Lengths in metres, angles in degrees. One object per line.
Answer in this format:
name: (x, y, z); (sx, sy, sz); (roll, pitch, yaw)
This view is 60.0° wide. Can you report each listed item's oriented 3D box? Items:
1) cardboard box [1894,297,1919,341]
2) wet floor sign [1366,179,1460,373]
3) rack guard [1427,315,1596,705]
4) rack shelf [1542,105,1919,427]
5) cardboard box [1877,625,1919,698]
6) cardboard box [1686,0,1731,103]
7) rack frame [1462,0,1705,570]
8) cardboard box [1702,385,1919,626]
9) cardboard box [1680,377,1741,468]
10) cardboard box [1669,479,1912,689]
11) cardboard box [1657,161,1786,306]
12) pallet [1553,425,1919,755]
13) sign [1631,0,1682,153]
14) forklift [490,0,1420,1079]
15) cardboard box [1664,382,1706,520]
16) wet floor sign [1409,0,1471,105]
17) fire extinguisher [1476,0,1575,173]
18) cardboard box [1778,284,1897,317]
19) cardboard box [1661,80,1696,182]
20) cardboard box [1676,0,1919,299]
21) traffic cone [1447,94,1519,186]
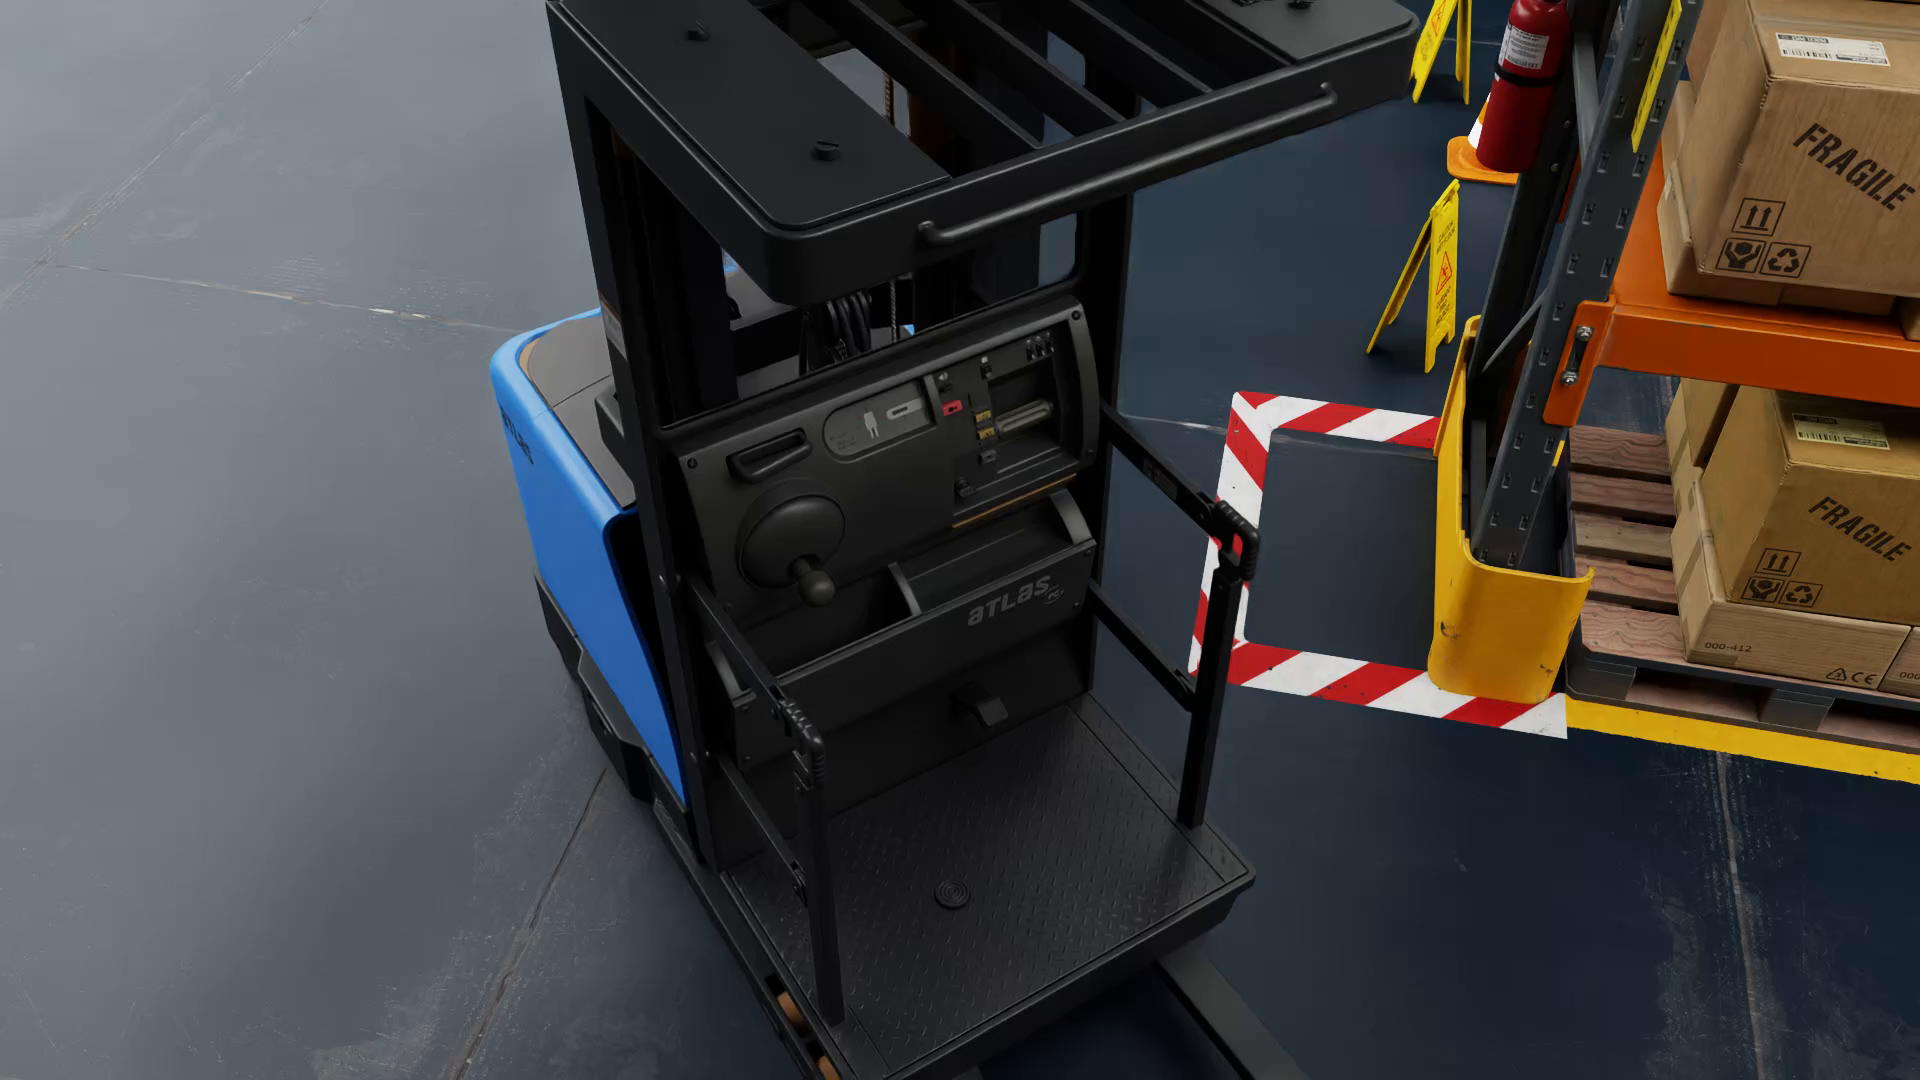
cardboard box: (2.349, -0.627, 3.920); (0.250, 0.149, 0.380); (8, 44, 8)
wet floor sign: (1.621, -0.937, 5.759); (0.232, 0.644, 0.267); (24, 49, 23)
rack guard: (1.647, -0.121, 5.015); (0.348, 0.500, 1.175); (9, 45, 9)
rack shelf: (3.524, -0.471, 4.095); (4.000, 0.370, 1.077); (9, 45, 9)
cardboard box: (2.796, 0.198, 4.561); (0.500, 0.250, 0.500); (10, 45, 11)
cardboard box: (2.162, -1.280, 4.130); (0.500, 0.500, 0.500); (8, 44, 8)
rack frame: (1.573, -1.033, 4.160); (0.127, 3.000, 1.000); (9, 45, 9)
cardboard box: (2.323, -0.151, 4.383); (0.500, 0.500, 0.500); (7, 44, 8)
cardboard box: (2.411, -0.519, 4.765); (0.500, 0.500, 0.500); (9, 45, 9)
cardboard box: (2.299, 0.116, 4.646); (0.500, 0.250, 0.500); (8, 45, 9)
cardboard box: (1.859, -0.751, 4.048); (0.250, 0.149, 0.380); (9, 45, 9)
pallet: (2.432, 0.130, 4.962); (1.213, 0.211, 1.003); (9, 45, 9)
sign: (1.454, -0.977, 3.478); (0.005, 0.325, 0.100); (9, 45, 9)
forklift: (-0.004, -0.093, 3.233); (1.130, 2.935, 3.031); (-24, 49, -23)
cardboard box: (2.444, -0.249, 5.026); (0.500, 0.250, 0.500); (9, 45, 9)
wet floor sign: (2.094, -2.214, 7.085); (0.232, 0.644, 0.267); (2, 44, 2)
fire extinguisher: (1.561, -1.334, 4.529); (0.183, 0.674, 0.296); (9, 45, 9)
cardboard box: (2.108, -0.722, 4.018); (0.250, 0.149, 0.380); (9, 45, 10)
cardboard box: (1.984, -1.030, 4.339); (0.250, 0.149, 0.380); (10, 45, 10)
cardboard box: (1.974, -0.917, 3.753); (0.500, 0.500, 0.500); (8, 45, 8)
traffic cone: (2.184, -1.729, 6.713); (0.334, 0.463, 0.336); (9, 45, 9)
